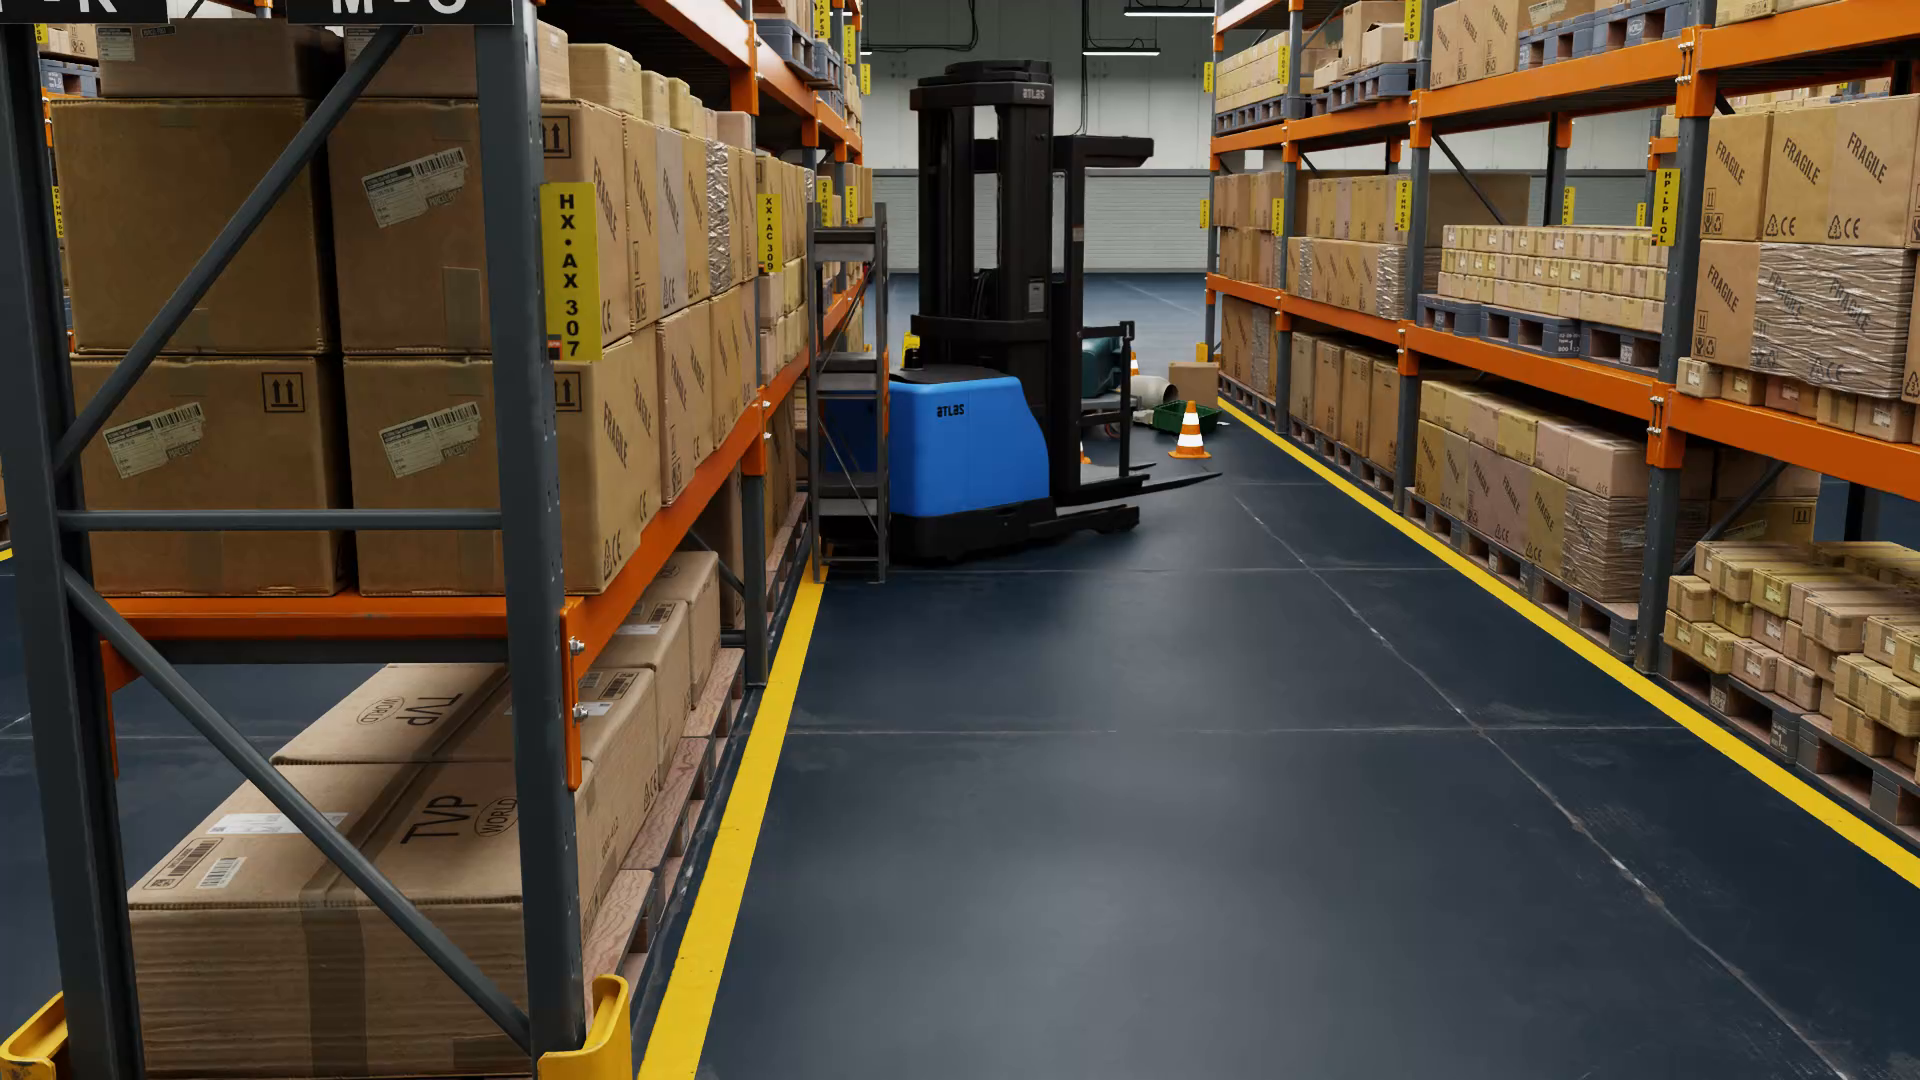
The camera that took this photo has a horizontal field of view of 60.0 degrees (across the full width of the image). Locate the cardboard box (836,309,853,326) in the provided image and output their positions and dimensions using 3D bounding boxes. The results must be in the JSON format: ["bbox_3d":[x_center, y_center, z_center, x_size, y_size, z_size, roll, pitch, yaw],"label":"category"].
[{"bbox_3d":[-1.207,-2.103,15.724,0.380,0.149,0.250,0,11,0],"label":"cardboard box"}]

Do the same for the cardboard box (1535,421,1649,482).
[{"bbox_3d":[3.325,-0.464,8.645,0.500,0.250,0.500,0,11,2],"label":"cardboard box"}]

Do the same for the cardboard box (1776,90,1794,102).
[{"bbox_3d":[8.053,-4.270,15.892,0.380,0.149,0.250,-1,11,-3],"label":"cardboard box"}]

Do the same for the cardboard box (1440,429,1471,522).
[{"bbox_3d":[3.281,-0.401,10.220,0.500,0.500,0.500,0,11,0],"label":"cardboard box"}]

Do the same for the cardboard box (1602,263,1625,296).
[{"bbox_3d":[3.376,-1.275,8.125,0.380,0.149,0.250,0,11,1],"label":"cardboard box"}]

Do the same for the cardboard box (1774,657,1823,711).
[{"bbox_3d":[3.394,0.551,6.412,0.380,0.149,0.250,0,11,-2],"label":"cardboard box"}]

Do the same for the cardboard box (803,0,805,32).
[{"bbox_3d":[-1.061,-2.959,9.335,0.396,0.266,0.258,-1,11,-3],"label":"cardboard box"}]

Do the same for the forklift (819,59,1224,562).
[{"bbox_3d":[0.535,-1.534,10.750,3.031,2.935,1.130,-11,16,-42],"label":"forklift"}]

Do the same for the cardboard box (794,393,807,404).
[{"bbox_3d":[-1.474,-0.949,13.244,0.950,0.372,0.625,0,11,1],"label":"cardboard box"}]

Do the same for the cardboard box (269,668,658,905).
[{"bbox_3d":[-1.415,0.707,4.920,0.875,0.438,0.875,0,11,0],"label":"cardboard box"}]

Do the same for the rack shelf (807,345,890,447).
[{"bbox_3d":[-0.619,-0.816,9.370,0.431,0.518,0.480,0,11,0],"label":"rack shelf"}]

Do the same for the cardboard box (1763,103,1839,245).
[{"bbox_3d":[3.382,-1.357,6.191,0.500,0.500,0.500,-1,11,-3],"label":"cardboard box"}]

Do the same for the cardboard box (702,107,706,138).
[{"bbox_3d":[-1.140,-1.520,6.111,0.380,0.149,0.250,0,11,-1],"label":"cardboard box"}]

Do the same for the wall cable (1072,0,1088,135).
[{"bbox_3d":[2.679,-14.245,49.589,2.305,6.003,0.169,0,11,-1],"label":"wall cable"}]

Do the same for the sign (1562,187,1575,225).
[{"bbox_3d":[4.050,-2.194,11.117,0.100,0.325,0.005,0,11,-1],"label":"sign"}]

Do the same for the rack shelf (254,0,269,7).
[{"bbox_3d":[-6.443,-4.389,12.375,1.077,0.370,4.000,0,11,-1],"label":"rack shelf"}]

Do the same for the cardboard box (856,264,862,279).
[{"bbox_3d":[-1.247,-2.863,17.757,0.380,0.149,0.250,0,11,0],"label":"cardboard box"}]

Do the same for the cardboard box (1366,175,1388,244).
[{"bbox_3d":[3.484,-2.492,12.533,0.700,0.500,0.500,0,11,-2],"label":"cardboard box"}]

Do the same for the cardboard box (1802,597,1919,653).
[{"bbox_3d":[3.343,0.311,6.101,0.380,0.149,0.250,0,11,0],"label":"cardboard box"}]

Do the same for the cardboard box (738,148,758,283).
[{"bbox_3d":[-1.071,-1.272,6.519,0.500,0.500,0.500,0,11,-2],"label":"cardboard box"}]

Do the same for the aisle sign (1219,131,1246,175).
[{"bbox_3d":[3.041,-4.538,18.847,0.394,0.787,0.004,0,11,-1],"label":"aisle sign"}]

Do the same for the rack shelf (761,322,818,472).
[{"bbox_3d":[-1.398,-0.871,9.116,1.077,0.370,4.000,0,11,-1],"label":"rack shelf"}]

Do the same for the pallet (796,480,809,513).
[{"bbox_3d":[-1.454,-0.410,12.047,1.003,0.211,1.213,0,11,-1],"label":"pallet"}]

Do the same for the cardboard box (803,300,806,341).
[{"bbox_3d":[-1.149,-1.246,9.535,0.500,0.250,0.500,0,11,-2],"label":"cardboard box"}]

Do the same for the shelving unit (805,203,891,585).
[{"bbox_3d":[-0.619,-0.830,9.367,0.431,2.100,0.503,0,11,0],"label":"shelving unit"}]

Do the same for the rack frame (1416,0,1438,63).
[{"bbox_3d":[3.508,-4.601,10.607,1.000,3.000,0.127,0,11,-1],"label":"rack frame"}]

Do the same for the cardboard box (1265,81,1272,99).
[{"bbox_3d":[3.086,-4.231,15.649,0.380,0.149,0.250,0,11,0],"label":"cardboard box"}]

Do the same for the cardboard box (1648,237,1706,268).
[{"bbox_3d":[3.387,-1.319,7.598,0.380,0.149,0.250,0,11,1],"label":"cardboard box"}]

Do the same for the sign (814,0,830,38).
[{"bbox_3d":[-0.884,-3.384,10.650,0.100,0.325,0.005,0,11,-1],"label":"sign"}]

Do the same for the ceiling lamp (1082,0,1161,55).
[{"bbox_3d":[4.143,-14.094,42.716,2.000,3.185,0.800,0,11,-1],"label":"ceiling lamp"}]

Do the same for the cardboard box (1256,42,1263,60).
[{"bbox_3d":[3.077,-4.722,16.063,0.380,0.149,0.250,0,11,-1],"label":"cardboard box"}]

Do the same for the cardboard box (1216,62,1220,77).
[{"bbox_3d":[3.031,-5.176,18.305,0.380,0.149,0.250,0,11,-1],"label":"cardboard box"}]

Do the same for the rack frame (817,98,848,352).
[{"bbox_3d":[-1.522,-2.416,14.924,1.000,3.000,0.127,0,11,-1],"label":"rack frame"}]

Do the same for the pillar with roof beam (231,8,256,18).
[{"bbox_3d":[-3.150,-6.006,17.529,9.100,9.000,0.400,0,11,-1],"label":"pillar with roof beam"}]

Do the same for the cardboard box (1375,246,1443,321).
[{"bbox_3d":[3.230,-1.799,11.630,0.500,0.500,0.500,0,11,-1],"label":"cardboard box"}]

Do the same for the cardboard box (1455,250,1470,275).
[{"bbox_3d":[3.325,-1.739,10.414,0.380,0.149,0.250,0,11,2],"label":"cardboard box"}]

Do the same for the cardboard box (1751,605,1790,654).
[{"bbox_3d":[3.414,0.351,6.651,0.380,0.149,0.250,0,11,-1],"label":"cardboard box"}]

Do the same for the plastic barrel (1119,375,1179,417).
[{"bbox_3d":[1.868,-1.413,16.460,0.512,0.421,0.421,9,15,38],"label":"plastic barrel"}]

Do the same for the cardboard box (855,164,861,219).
[{"bbox_3d":[-1.303,-3.291,15.721,0.700,0.500,0.500,0,11,-1],"label":"cardboard box"}]

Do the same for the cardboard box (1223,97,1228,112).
[{"bbox_3d":[3.040,-4.683,17.880,0.380,0.149,0.250,0,11,-1],"label":"cardboard box"}]

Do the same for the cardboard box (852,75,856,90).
[{"bbox_3d":[-1.237,-4.578,16.663,0.380,0.149,0.250,0,11,0],"label":"cardboard box"}]

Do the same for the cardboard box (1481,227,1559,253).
[{"bbox_3d":[3.337,-1.788,9.908,0.380,0.149,0.250,-1,11,-4],"label":"cardboard box"}]

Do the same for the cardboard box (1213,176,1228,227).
[{"bbox_3d":[3.311,-3.780,18.556,0.875,0.550,0.550,0,11,-1],"label":"cardboard box"}]

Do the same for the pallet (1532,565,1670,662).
[{"bbox_3d":[3.573,0.346,8.324,1.003,0.211,1.213,0,11,-1],"label":"pallet"}]

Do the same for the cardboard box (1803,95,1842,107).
[{"bbox_3d":[8.116,-3.943,15.282,0.500,0.250,0.500,0,11,1],"label":"cardboard box"}]

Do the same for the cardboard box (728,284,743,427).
[{"bbox_3d":[-1.075,-0.681,6.122,0.500,0.500,0.500,-1,11,-3],"label":"cardboard box"}]

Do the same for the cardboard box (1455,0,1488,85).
[{"bbox_3d":[3.271,-2.966,9.841,0.500,0.500,0.500,0,11,-1],"label":"cardboard box"}]

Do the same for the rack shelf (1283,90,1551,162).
[{"bbox_3d":[3.466,-3.176,12.937,1.077,0.370,4.000,0,11,-1],"label":"rack shelf"}]

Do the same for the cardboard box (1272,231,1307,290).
[{"bbox_3d":[3.405,-2.603,15.469,0.875,0.550,0.550,0,11,-1],"label":"cardboard box"}]

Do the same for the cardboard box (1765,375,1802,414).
[{"bbox_3d":[3.407,-0.582,6.513,0.380,0.149,0.250,-1,11,-4],"label":"cardboard box"}]

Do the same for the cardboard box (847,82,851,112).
[{"bbox_3d":[-1.277,-4.149,15.553,0.500,0.250,0.500,0,11,-2],"label":"cardboard box"}]

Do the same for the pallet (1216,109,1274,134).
[{"bbox_3d":[3.368,-4.531,18.026,1.003,0.211,1.213,0,11,-1],"label":"pallet"}]

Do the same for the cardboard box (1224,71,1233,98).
[{"bbox_3d":[3.107,-4.851,17.702,0.500,0.250,0.500,0,11,-2],"label":"cardboard box"}]

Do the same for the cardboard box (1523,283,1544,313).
[{"bbox_3d":[3.349,-1.339,9.190,0.380,0.149,0.250,-1,11,-3],"label":"cardboard box"}]

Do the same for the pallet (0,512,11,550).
[{"bbox_3d":[-6.424,-0.085,10.445,1.003,0.211,1.213,0,11,-1],"label":"pallet"}]
